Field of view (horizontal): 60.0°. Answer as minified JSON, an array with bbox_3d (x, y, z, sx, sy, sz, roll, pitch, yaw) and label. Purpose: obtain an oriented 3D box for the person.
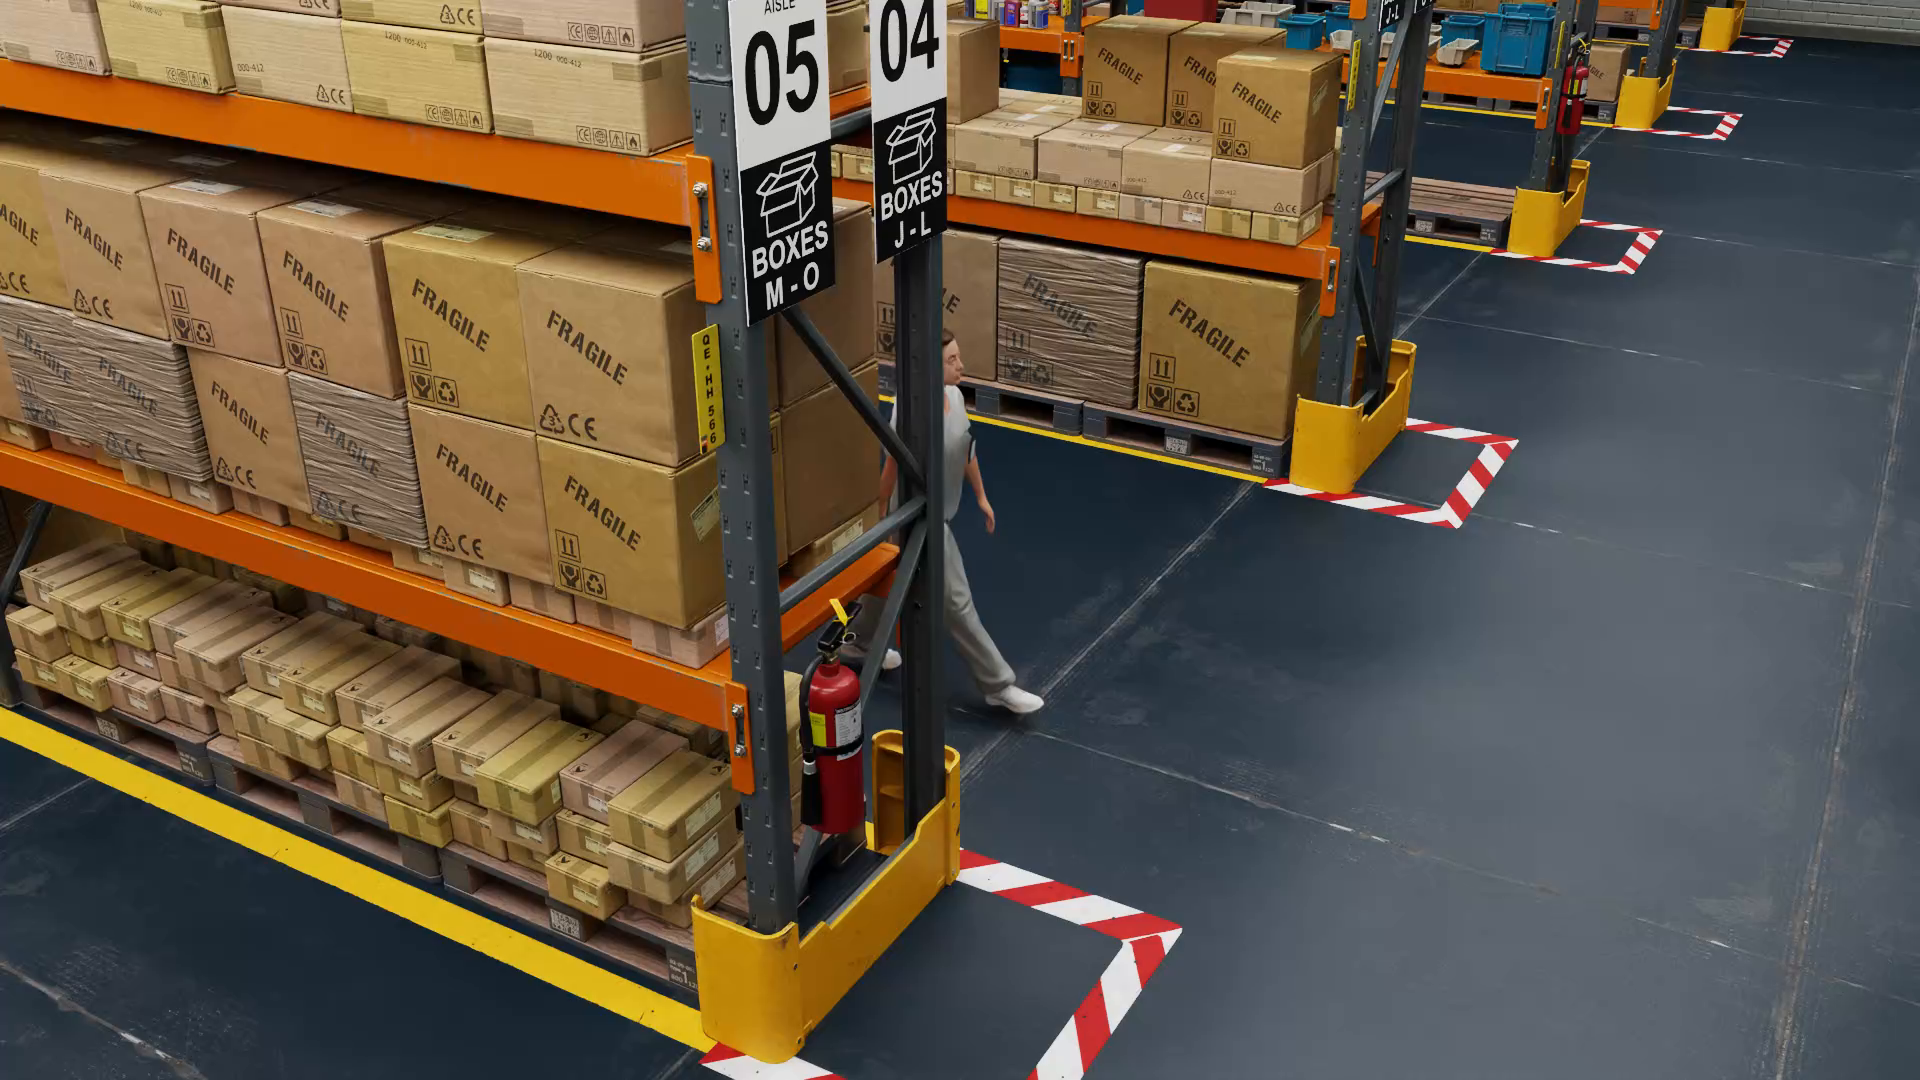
[{"bbox_3d":[-0.065,-0.110,6.820,1.019,1.603,0.477,11,29,22],"label":"person"}]
